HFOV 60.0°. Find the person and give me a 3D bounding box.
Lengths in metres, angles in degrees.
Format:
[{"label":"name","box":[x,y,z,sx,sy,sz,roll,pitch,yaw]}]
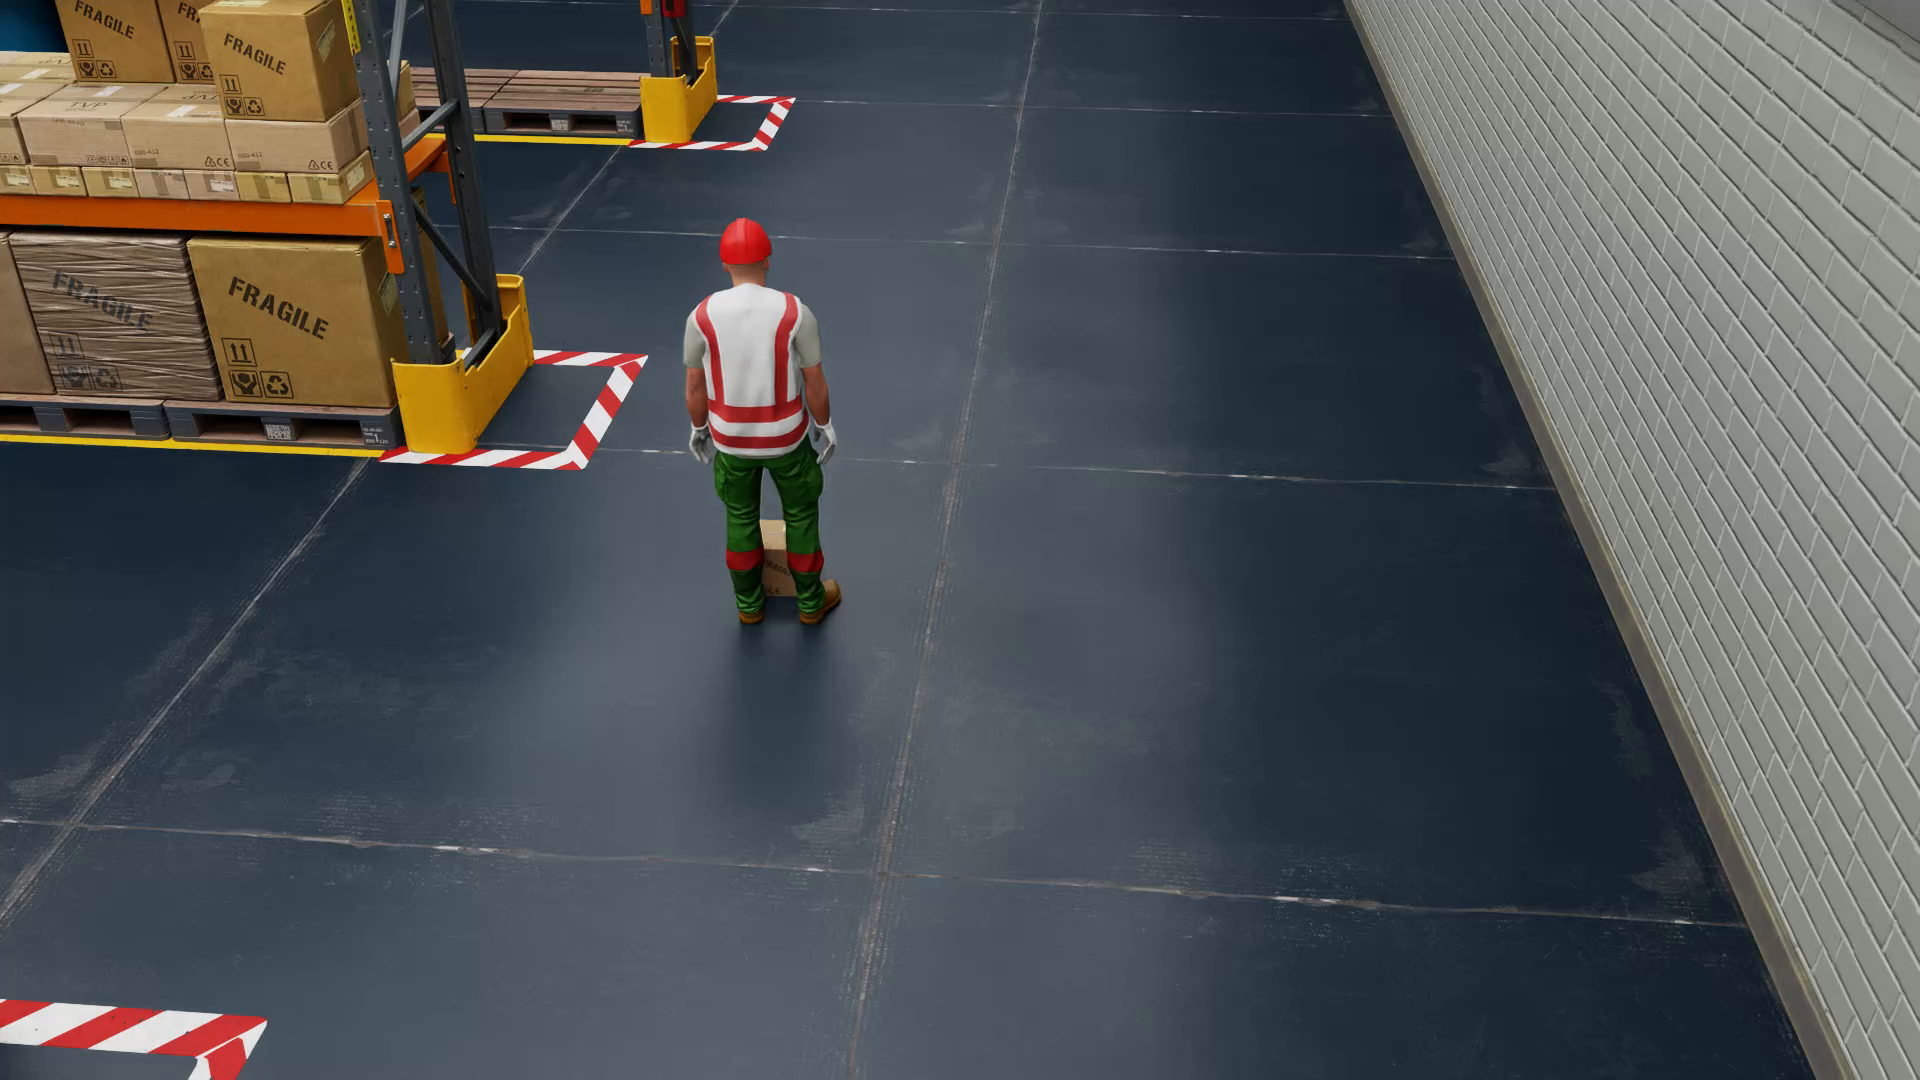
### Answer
[{"label":"person","box":[-0.814,-0.449,6.850,0.610,1.777,0.452,1,32,1]}]
